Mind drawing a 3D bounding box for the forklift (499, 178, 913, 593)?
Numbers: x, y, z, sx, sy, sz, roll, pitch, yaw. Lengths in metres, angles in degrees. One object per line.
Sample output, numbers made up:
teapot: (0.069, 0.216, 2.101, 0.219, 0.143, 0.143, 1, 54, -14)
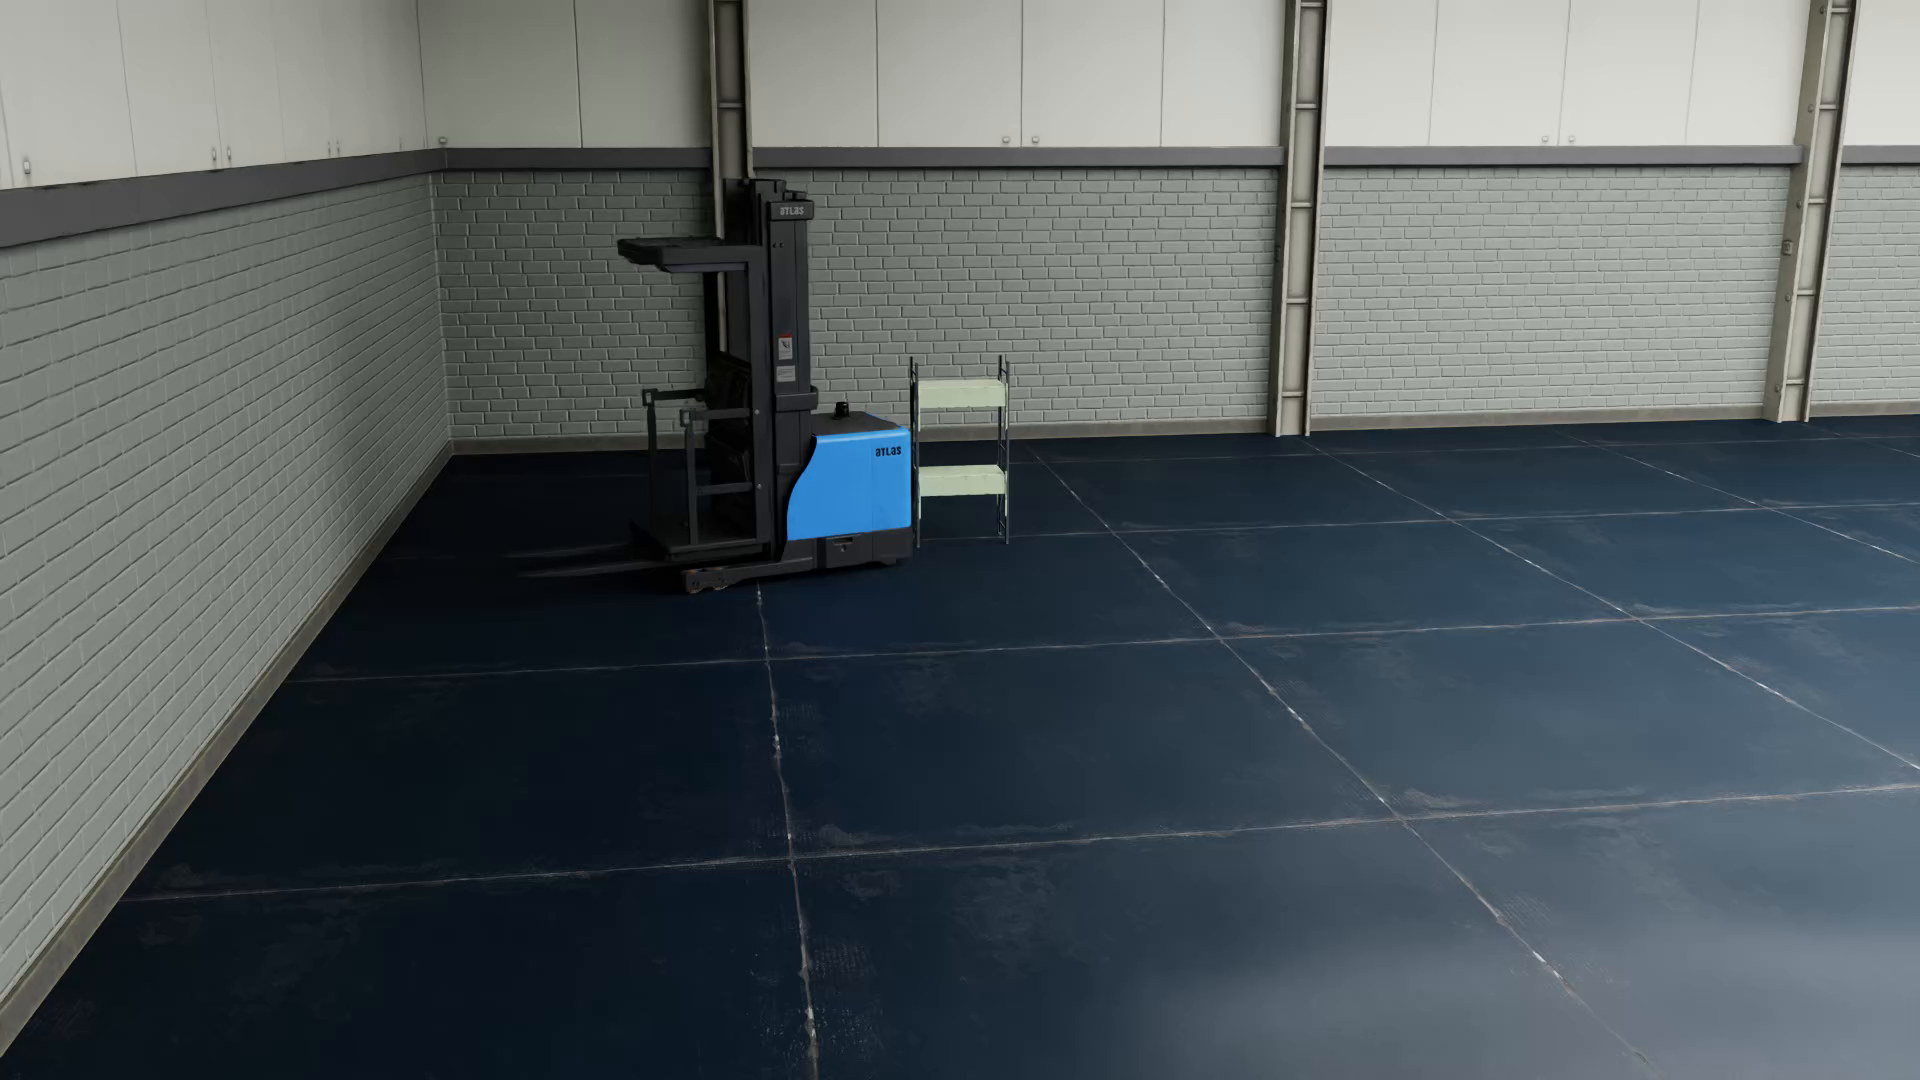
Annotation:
forklift: (-1.920, -1.179, 12.397, 3.031, 2.935, 1.130, -7, 16, -25)

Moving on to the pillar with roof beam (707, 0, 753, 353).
pillar with roof beam: (-1.661, -4.289, 12.326, 0.400, 9.000, 9.100, -2, 14, -8)

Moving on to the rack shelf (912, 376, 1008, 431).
rack shelf: (-0.007, -1.106, 13.443, 0.720, 0.370, 0.431, -2, 14, -8)

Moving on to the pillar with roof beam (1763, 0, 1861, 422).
pillar with roof beam: (10.206, -4.724, 14.060, 0.400, 9.000, 9.100, -2, 14, -8)

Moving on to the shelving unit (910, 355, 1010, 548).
shelving unit: (-0.007, -0.727, 13.538, 0.755, 1.500, 0.431, -2, 14, -8)

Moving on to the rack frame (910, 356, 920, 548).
rack frame: (-0.369, -0.714, 13.486, 0.023, 1.500, 0.400, -2, 14, -8)

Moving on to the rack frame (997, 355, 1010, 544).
rack frame: (0.355, -0.740, 13.591, 0.023, 1.500, 0.400, -2, 14, -8)

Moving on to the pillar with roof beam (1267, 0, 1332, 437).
pillar with roof beam: (4.273, -4.507, 13.193, 0.400, 9.000, 9.100, -2, 14, -8)

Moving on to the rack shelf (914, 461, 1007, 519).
rack shelf: (-0.007, -0.411, 13.618, 0.720, 0.370, 0.431, -2, 14, -8)
